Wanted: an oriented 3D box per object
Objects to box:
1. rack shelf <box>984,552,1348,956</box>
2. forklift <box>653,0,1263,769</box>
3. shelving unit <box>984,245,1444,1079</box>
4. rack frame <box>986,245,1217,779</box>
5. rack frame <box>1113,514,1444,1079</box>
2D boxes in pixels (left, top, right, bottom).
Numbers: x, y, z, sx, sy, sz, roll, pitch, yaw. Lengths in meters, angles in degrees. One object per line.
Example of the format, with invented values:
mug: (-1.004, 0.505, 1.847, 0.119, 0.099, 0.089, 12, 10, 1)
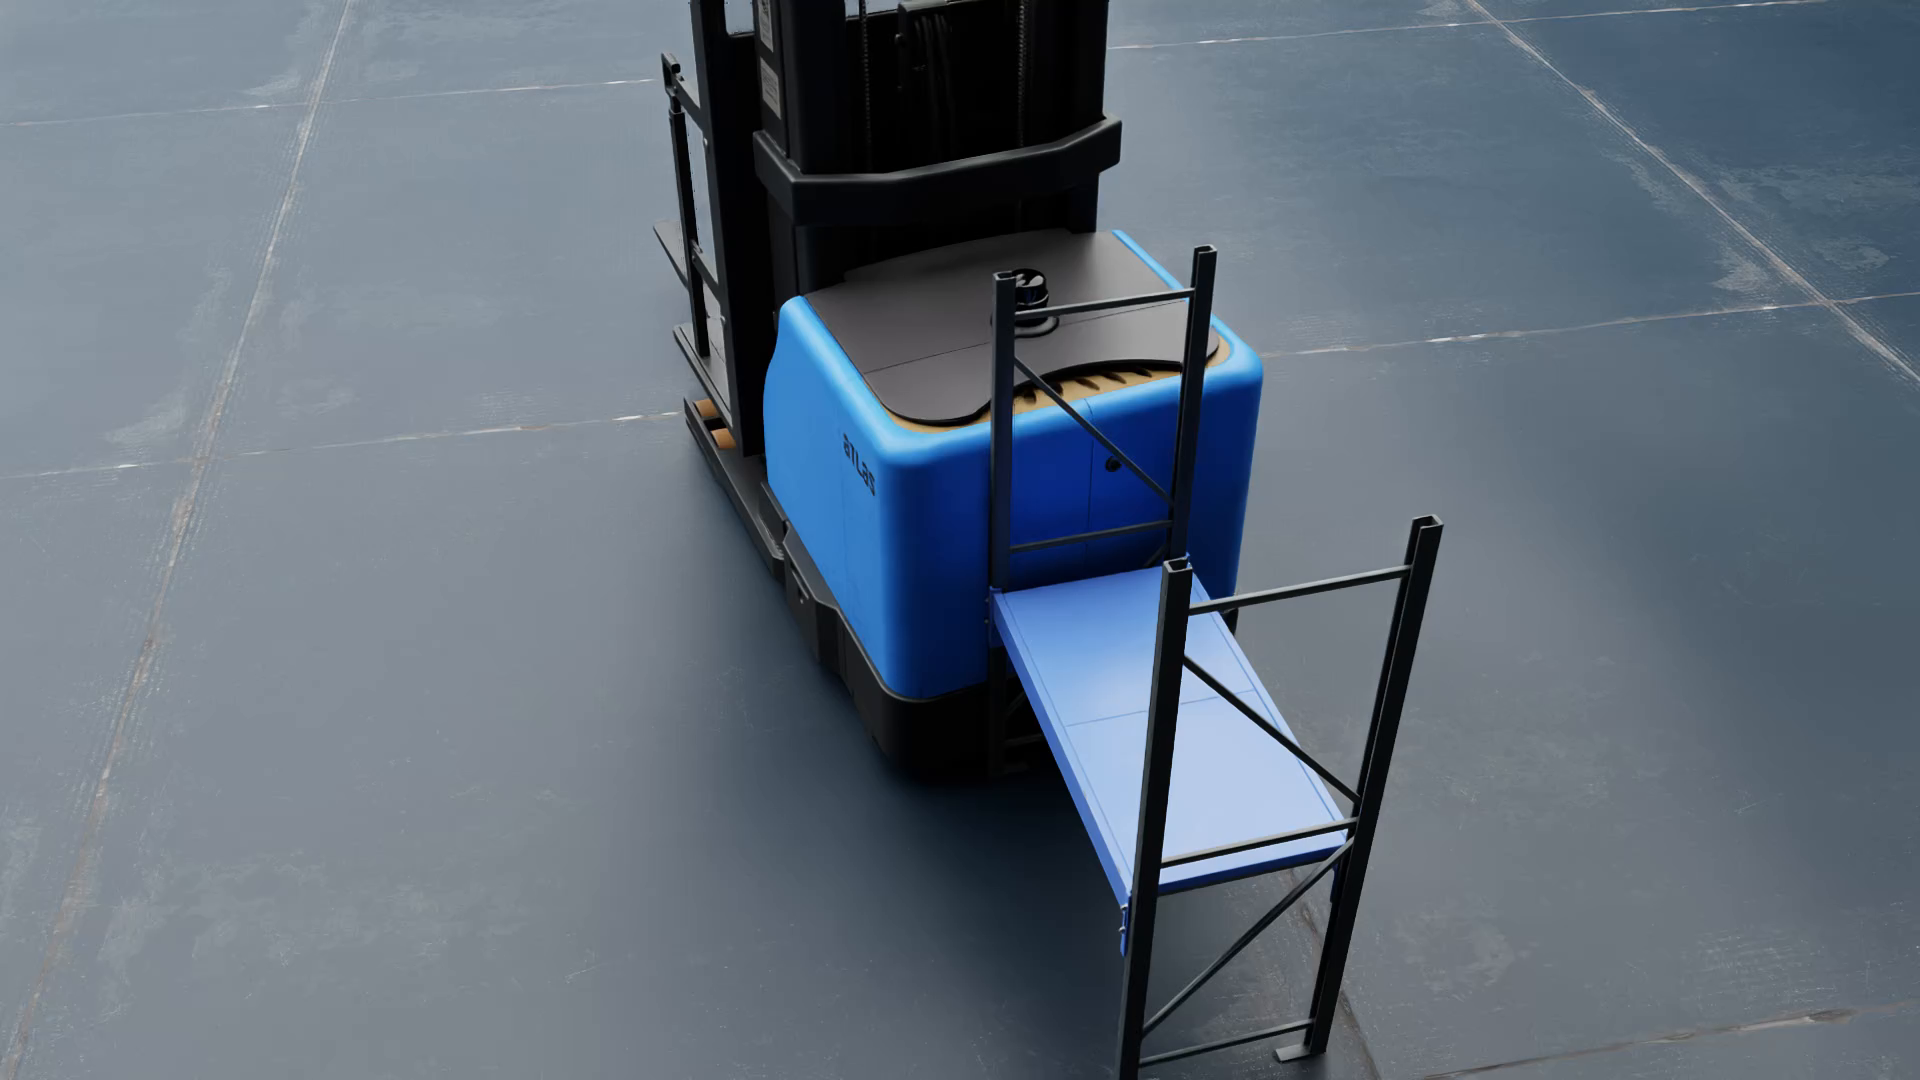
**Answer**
rack shelf: (0.448, 0.438, 3.757, 0.538, 0.185, 1.000, -9, 39, -12)
forklift: (-0.283, -1.459, 4.739, 1.130, 2.935, 3.031, -15, 40, -18)
shelving unit: (0.448, 0.296, 3.647, 0.538, 1.500, 1.048, -9, 39, -12)
rack frame: (0.315, -0.005, 4.034, 0.500, 1.500, 0.032, -9, 39, -12)
rack frame: (0.582, 0.597, 3.259, 0.500, 1.500, 0.032, -9, 39, -12)
